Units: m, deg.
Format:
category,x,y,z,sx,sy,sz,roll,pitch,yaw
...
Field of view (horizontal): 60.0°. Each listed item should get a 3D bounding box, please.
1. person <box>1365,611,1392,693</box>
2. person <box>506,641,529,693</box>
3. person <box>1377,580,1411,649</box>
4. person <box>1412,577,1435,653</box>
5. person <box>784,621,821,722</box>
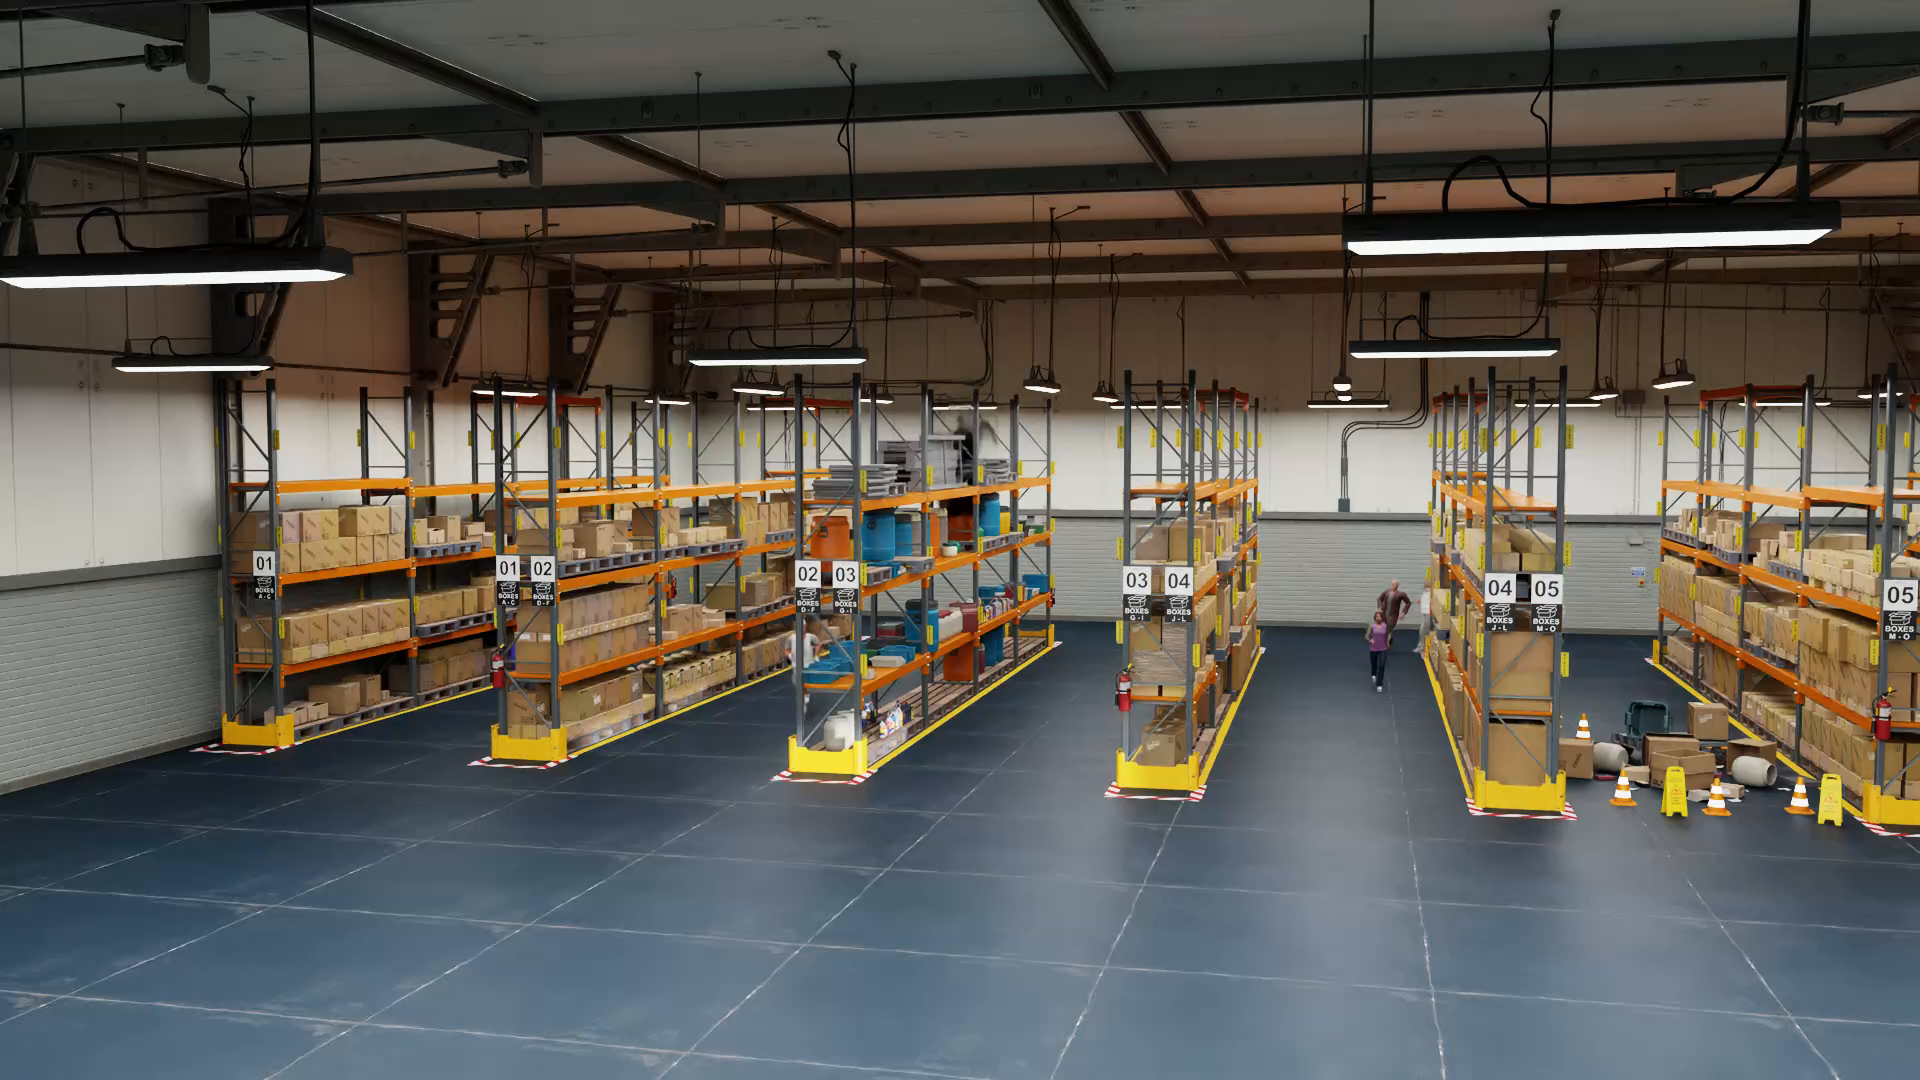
category,x,y,z,sx,sy,sz,roll,pitch,yaw
person,8.347,2.212,33.189,0.538,1.590,0.847,1,3,9
person,-7.887,2.440,29.666,0.615,1.606,0.644,0,3,4
person,10.027,1.794,38.700,0.769,1.736,1.050,3,5,44
person,11.062,1.744,39.183,0.895,1.795,0.689,0,3,-2
person,-2.845,2.319,29.894,0.608,1.833,0.855,1,3,8
